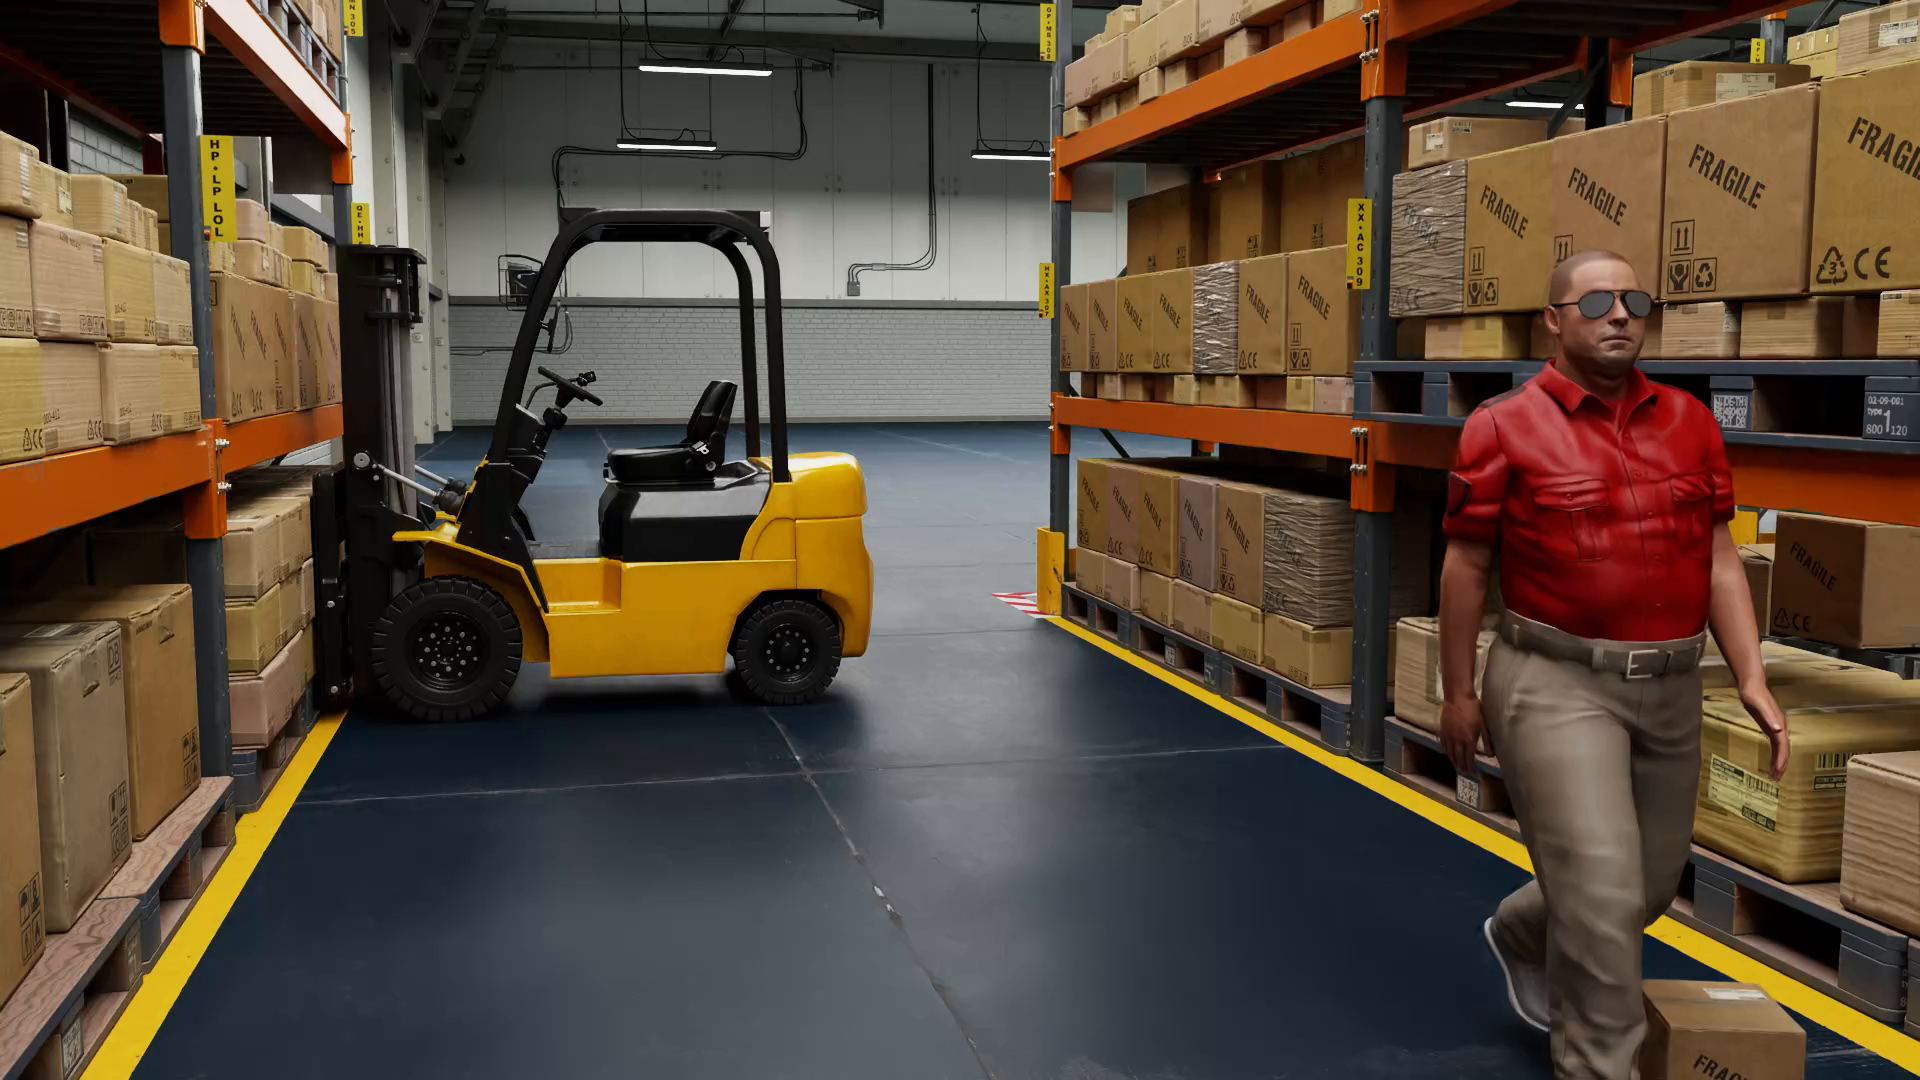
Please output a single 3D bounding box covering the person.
[{"bbox_3d":[1.217,0.292,3.195,0.540,1.680,0.951,-1,6,-13],"label":"person"}]
